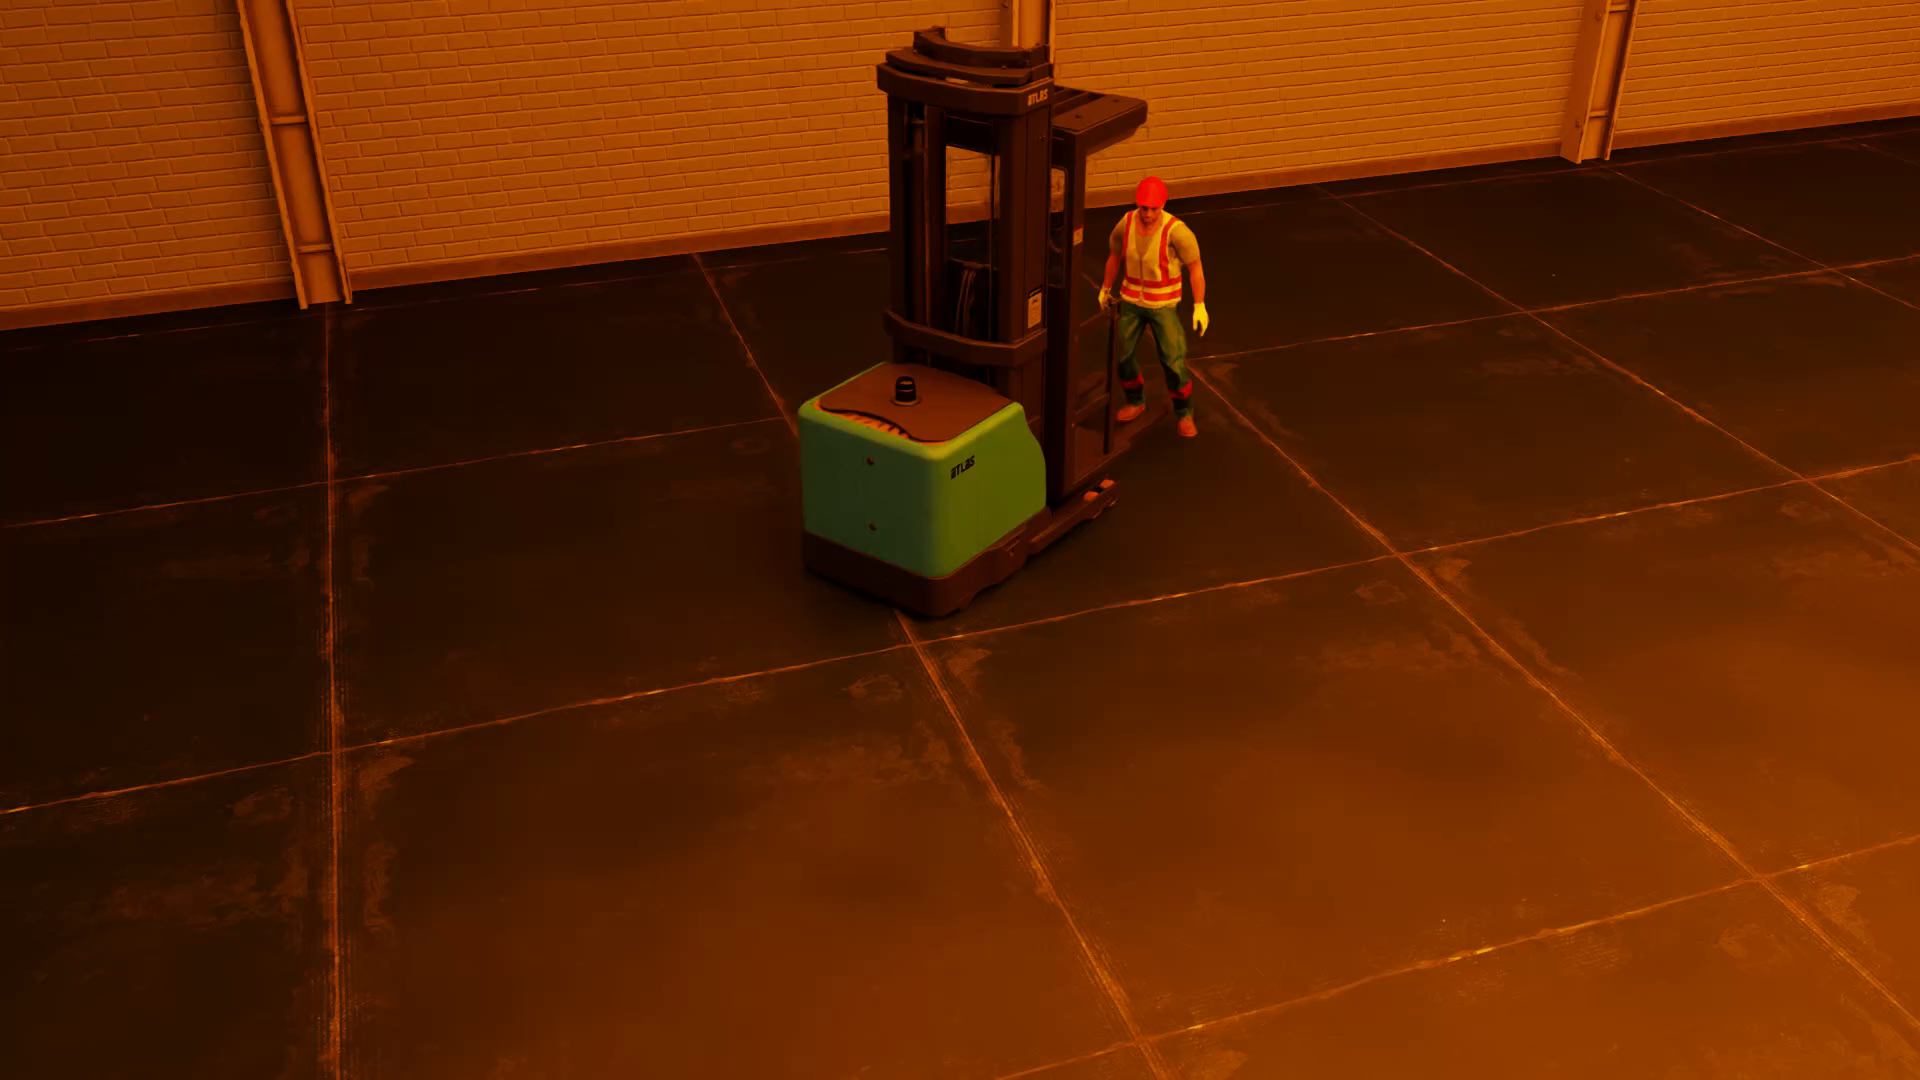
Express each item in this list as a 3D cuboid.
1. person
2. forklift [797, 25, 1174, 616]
[{"bbox_3d":[1.232,-1.532,10.780,0.830,1.708,0.444,15,33,24],"label":"person"},{"bbox_3d":[0.356,-1.532,9.749,1.130,2.935,3.031,20,35,31],"label":"forklift"}]
